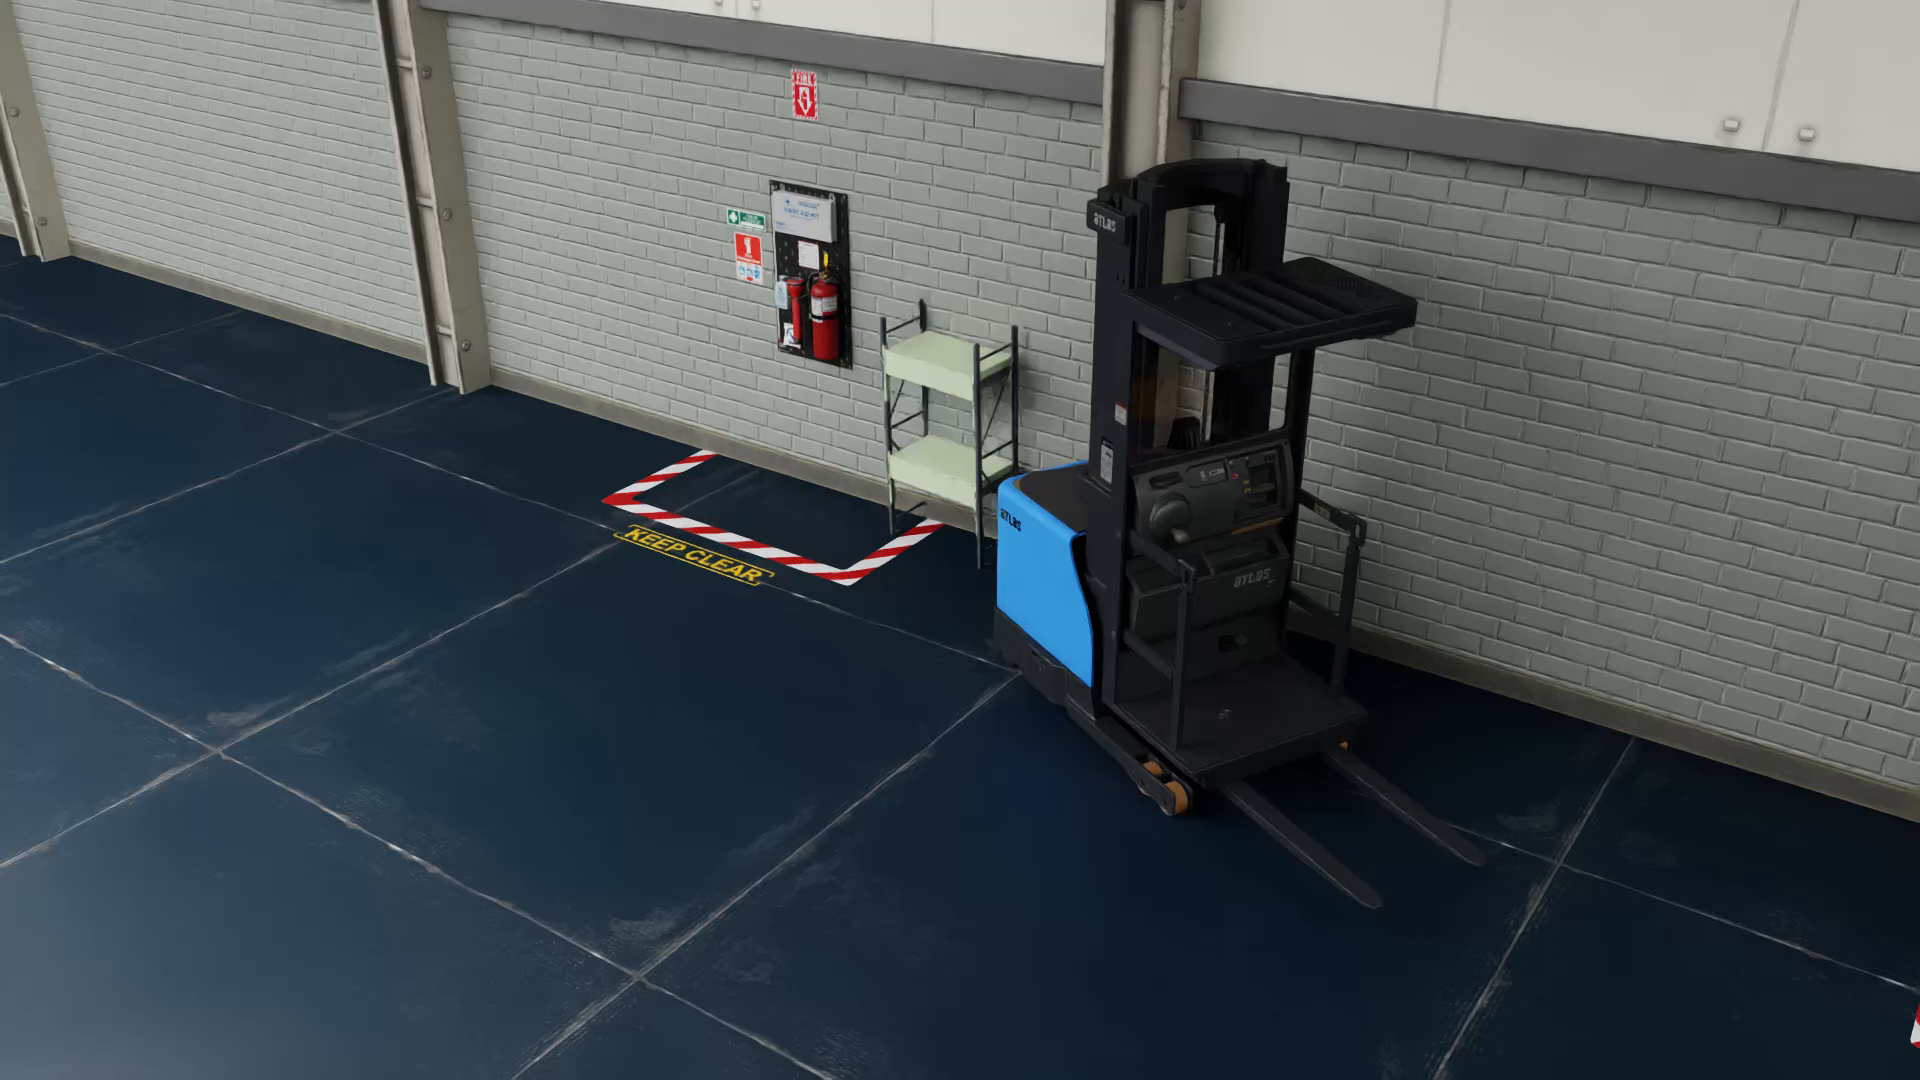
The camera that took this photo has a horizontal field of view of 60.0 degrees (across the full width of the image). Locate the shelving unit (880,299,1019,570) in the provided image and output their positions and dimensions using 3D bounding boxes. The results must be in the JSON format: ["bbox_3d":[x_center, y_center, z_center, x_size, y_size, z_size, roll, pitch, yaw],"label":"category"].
[{"bbox_3d":[-0.053,-0.657,10.372,0.755,1.500,0.431,21,36,34],"label":"shelving unit"}]

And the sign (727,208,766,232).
[{"bbox_3d":[-1.411,-2.113,10.971,0.331,0.109,0.001,17,32,30],"label":"sign"}]

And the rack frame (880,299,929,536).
[{"bbox_3d":[-0.336,-0.763,10.579,0.023,1.500,0.400,21,36,34],"label":"rack frame"}]

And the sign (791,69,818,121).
[{"bbox_3d":[-0.963,-2.757,10.305,0.199,0.298,0.001,17,32,30],"label":"sign"}]

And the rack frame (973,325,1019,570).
[{"bbox_3d":[0.229,-0.550,10.165,0.023,1.500,0.400,21,36,34],"label":"rack frame"}]

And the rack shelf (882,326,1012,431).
[{"bbox_3d":[-0.062,-0.998,10.184,0.720,0.370,0.431,21,36,34],"label":"rack shelf"}]

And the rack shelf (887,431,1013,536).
[{"bbox_3d":[-0.046,-0.371,10.530,0.720,0.370,0.431,21,36,34],"label":"rack shelf"}]

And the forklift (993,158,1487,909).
[{"bbox_3d":[1.340,-0.198,7.907,1.130,2.935,3.031,-14,30,-25],"label":"forklift"}]

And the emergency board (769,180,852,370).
[{"bbox_3d":[-1.013,-1.685,10.754,0.643,1.169,0.194,17,32,30],"label":"emergency board"}]

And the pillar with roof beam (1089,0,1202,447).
[{"bbox_3d":[-1.435,-2.100,4.955,0.400,9.000,9.100,17,32,30],"label":"pillar with roof beam"}]

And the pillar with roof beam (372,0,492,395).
[{"bbox_3d":[-6.380,-3.641,7.983,0.400,9.000,9.100,17,32,30],"label":"pillar with roof beam"}]

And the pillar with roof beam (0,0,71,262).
[{"bbox_3d":[-11.326,-5.182,11.010,0.400,9.000,9.100,17,32,30],"label":"pillar with roof beam"}]

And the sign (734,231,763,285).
[{"bbox_3d":[-1.410,-1.881,11.100,0.234,0.329,0.001,17,32,30],"label":"sign"}]

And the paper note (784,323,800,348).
[{"bbox_3d":[-1.120,-1.364,11.093,0.142,0.148,0.016,17,32,30],"label":"paper note"}]
